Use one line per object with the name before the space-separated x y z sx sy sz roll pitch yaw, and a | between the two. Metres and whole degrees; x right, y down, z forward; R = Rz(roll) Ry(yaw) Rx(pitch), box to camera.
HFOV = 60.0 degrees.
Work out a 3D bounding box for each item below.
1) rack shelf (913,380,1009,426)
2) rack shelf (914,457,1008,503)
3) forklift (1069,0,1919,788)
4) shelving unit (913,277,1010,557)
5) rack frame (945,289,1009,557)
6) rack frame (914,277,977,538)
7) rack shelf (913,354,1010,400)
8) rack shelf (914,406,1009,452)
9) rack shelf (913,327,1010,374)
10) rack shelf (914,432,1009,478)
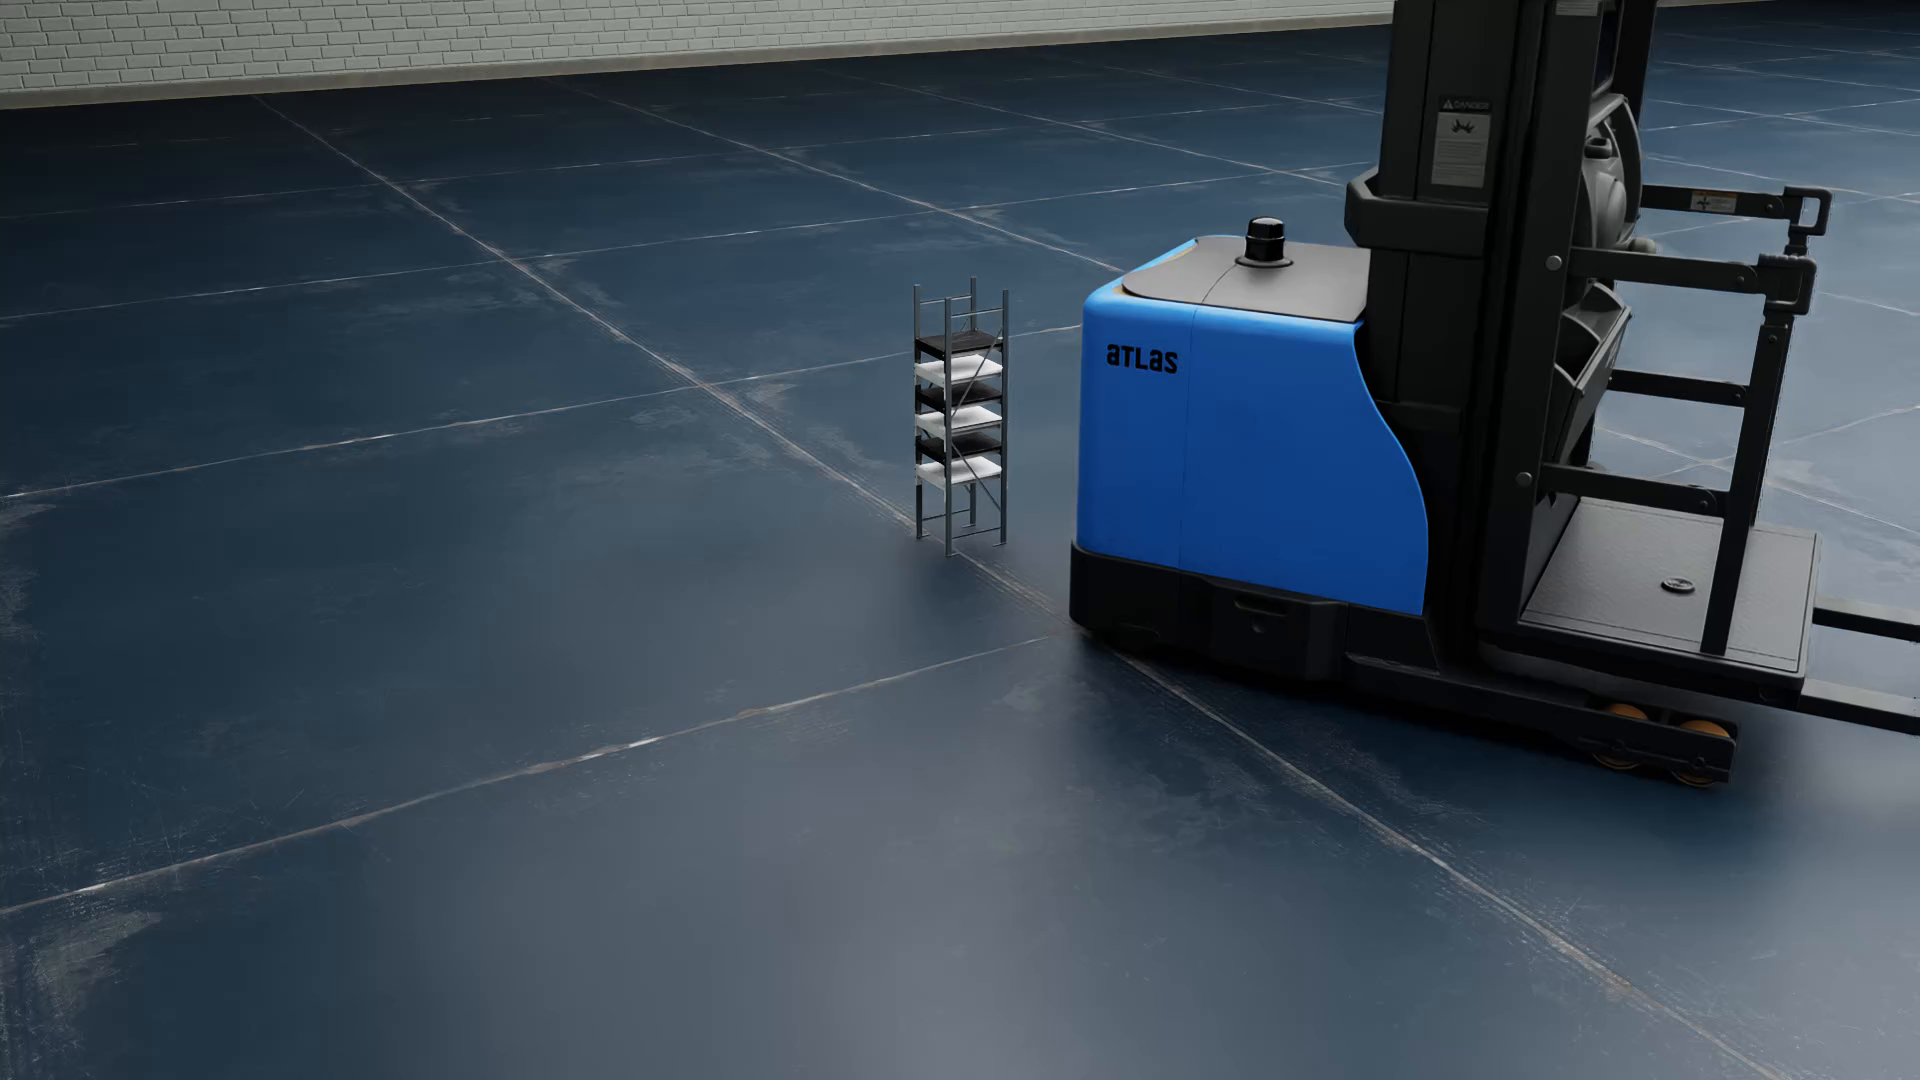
rack shelf | 0.004 -0.467 5.614 0.258 0.077 0.200 -13 25 -28
rack shelf | 0.004 -0.217 5.716 0.258 0.077 0.200 -13 25 -28
forklift | 1.880 -0.954 4.266 3.031 2.935 1.130 11 25 26
shelving unit | 0.004 -0.414 5.636 0.258 0.900 0.210 -13 25 -28
rack frame | 0.056 -0.381 5.555 0.240 0.900 0.006 -13 25 -28
rack frame | -0.048 -0.447 5.717 0.240 0.900 0.006 -13 25 -28
rack shelf | 0.004 -0.550 5.580 0.258 0.077 0.200 -13 25 -28
rack shelf | 0.004 -0.383 5.648 0.258 0.077 0.200 -13 25 -28
rack shelf | 0.004 -0.633 5.546 0.258 0.077 0.200 -13 25 -28
rack shelf | 0.004 -0.300 5.682 0.258 0.077 0.200 -13 25 -28
